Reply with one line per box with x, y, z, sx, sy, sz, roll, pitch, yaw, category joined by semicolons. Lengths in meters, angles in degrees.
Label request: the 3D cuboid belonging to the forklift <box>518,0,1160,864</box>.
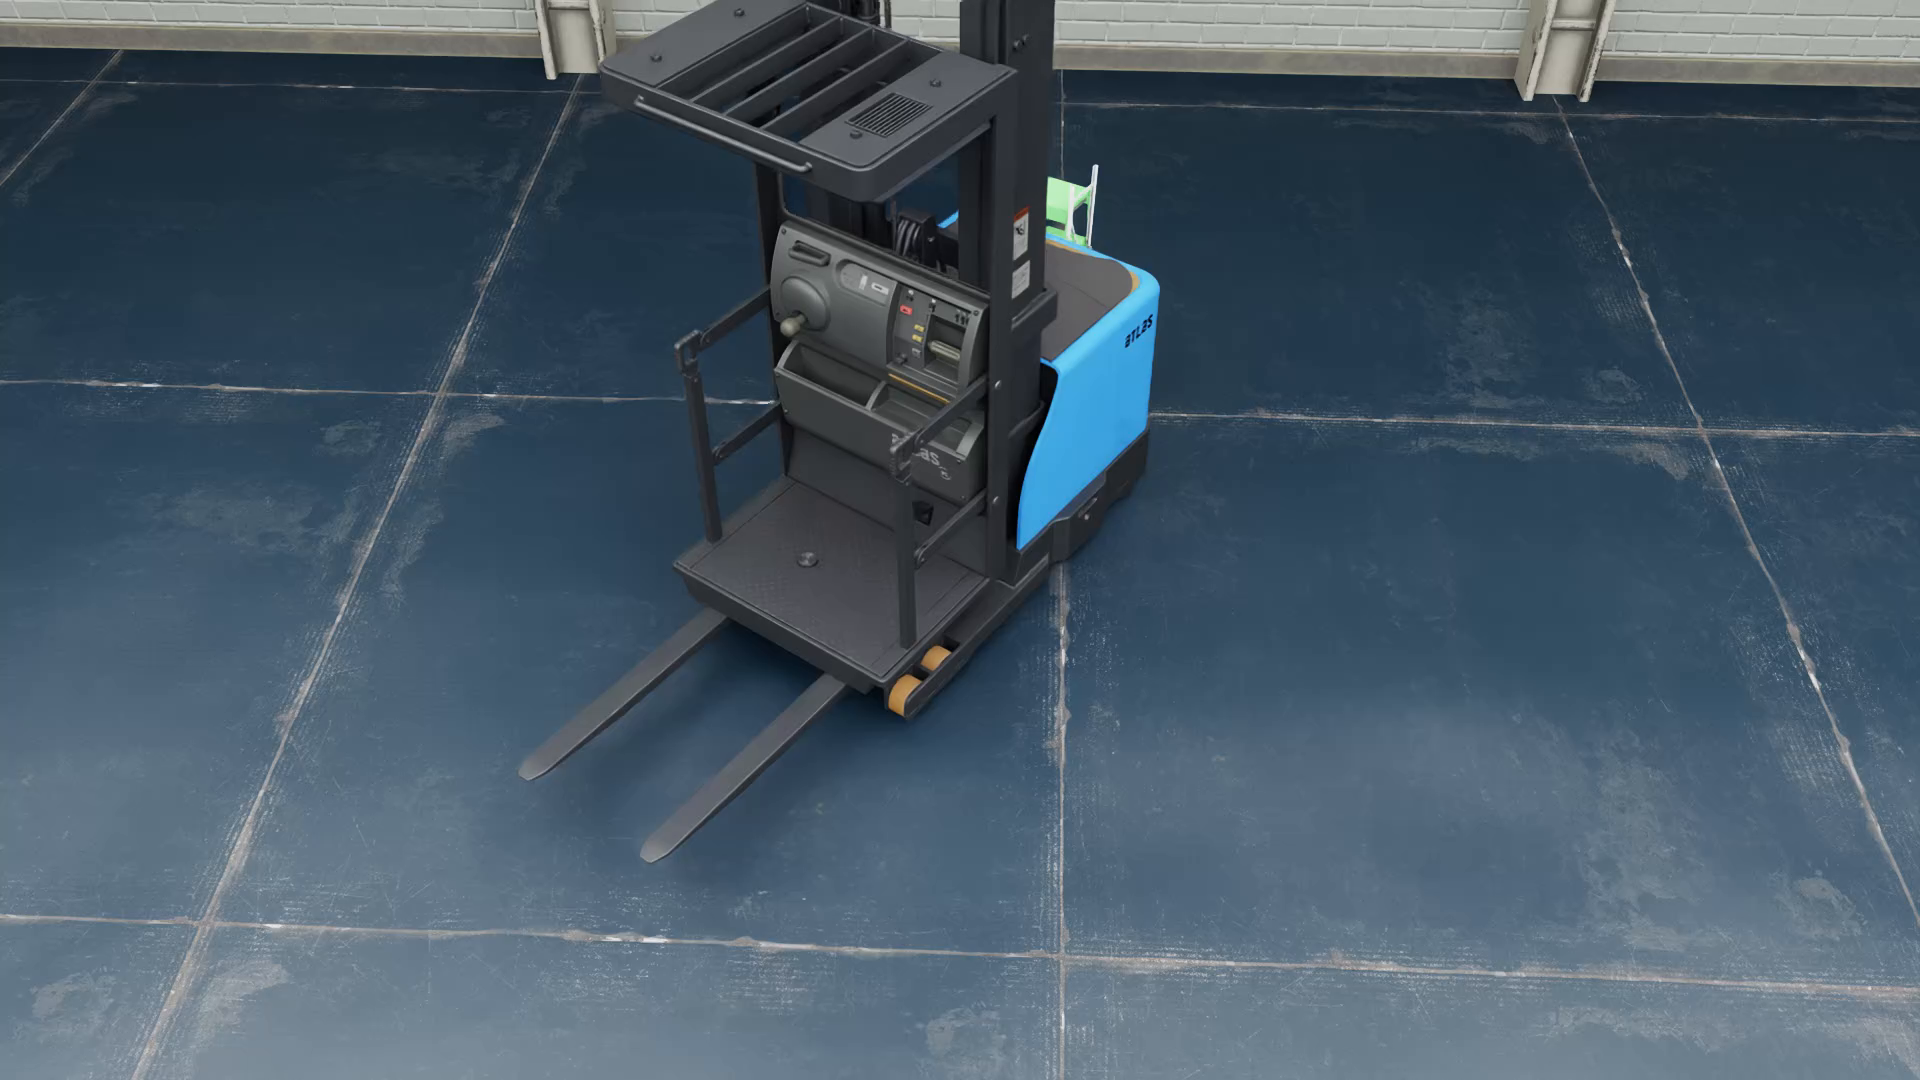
-0.437;-0.760;5.916;1.130;2.935;3.031;27;49;26;forklift

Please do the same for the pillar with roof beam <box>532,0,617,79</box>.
-2.555;-3.322;4.214;0.400;9.000;9.100;2;43;2;pillar with roof beam

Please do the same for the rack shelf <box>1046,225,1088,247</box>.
0.309;-1.325;7.522;0.480;0.148;0.258;22;43;21;rack shelf

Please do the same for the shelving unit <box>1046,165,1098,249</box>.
0.302;-1.189;7.633;0.503;1.200;0.258;22;43;21;shelving unit

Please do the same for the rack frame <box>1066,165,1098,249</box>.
0.513;-1.106;7.544;0.015;1.200;0.240;22;43;21;rack frame

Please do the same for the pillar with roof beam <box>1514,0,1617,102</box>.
3.439;-3.137;4.016;0.400;9.000;9.100;2;43;2;pillar with roof beam

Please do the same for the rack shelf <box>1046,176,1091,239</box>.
0.318;-1.511;7.370;0.480;0.148;0.258;22;43;21;rack shelf
